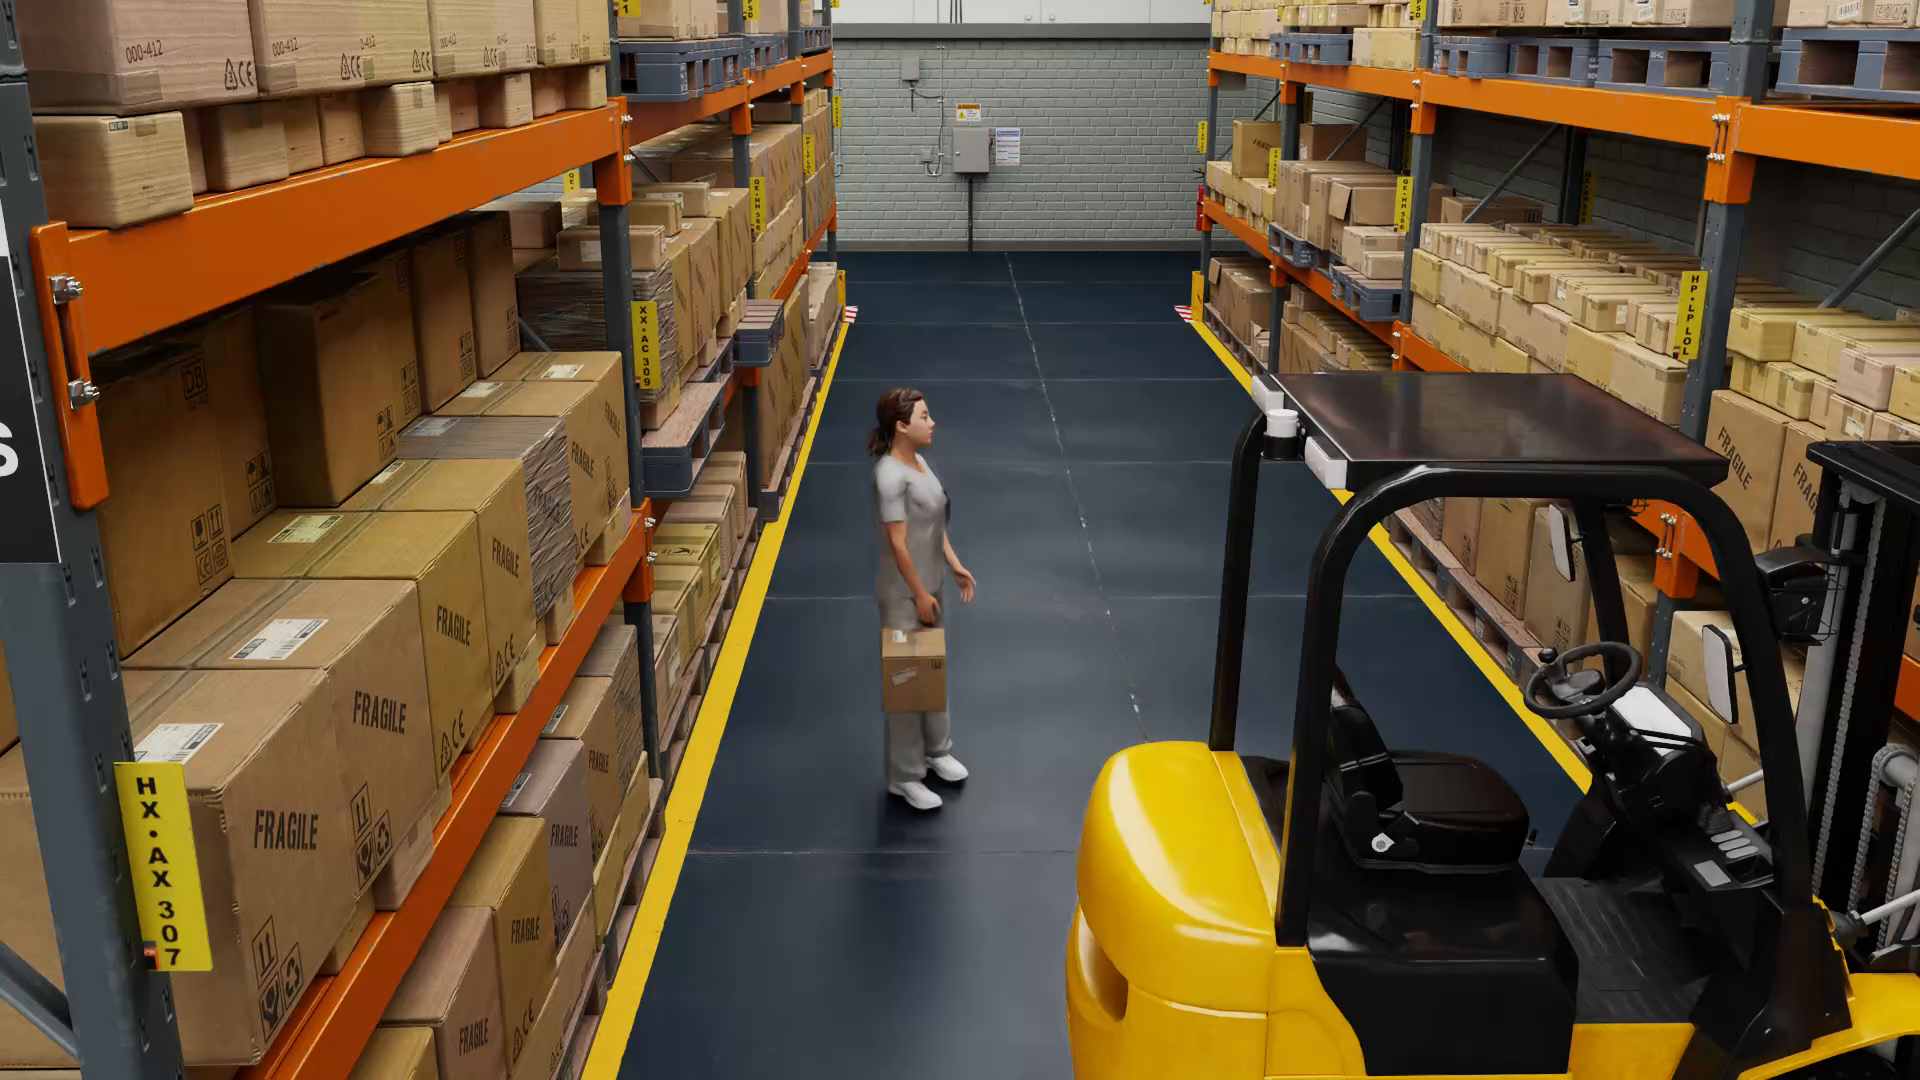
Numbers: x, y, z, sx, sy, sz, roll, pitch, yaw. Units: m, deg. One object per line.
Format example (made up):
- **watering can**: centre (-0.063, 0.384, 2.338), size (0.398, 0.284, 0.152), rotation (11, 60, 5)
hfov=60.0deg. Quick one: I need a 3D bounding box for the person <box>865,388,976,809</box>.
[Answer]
- **person**: centre (-0.182, 0.220, 6.774), size (0.443, 1.684, 0.527), rotation (5, 18, 15)
